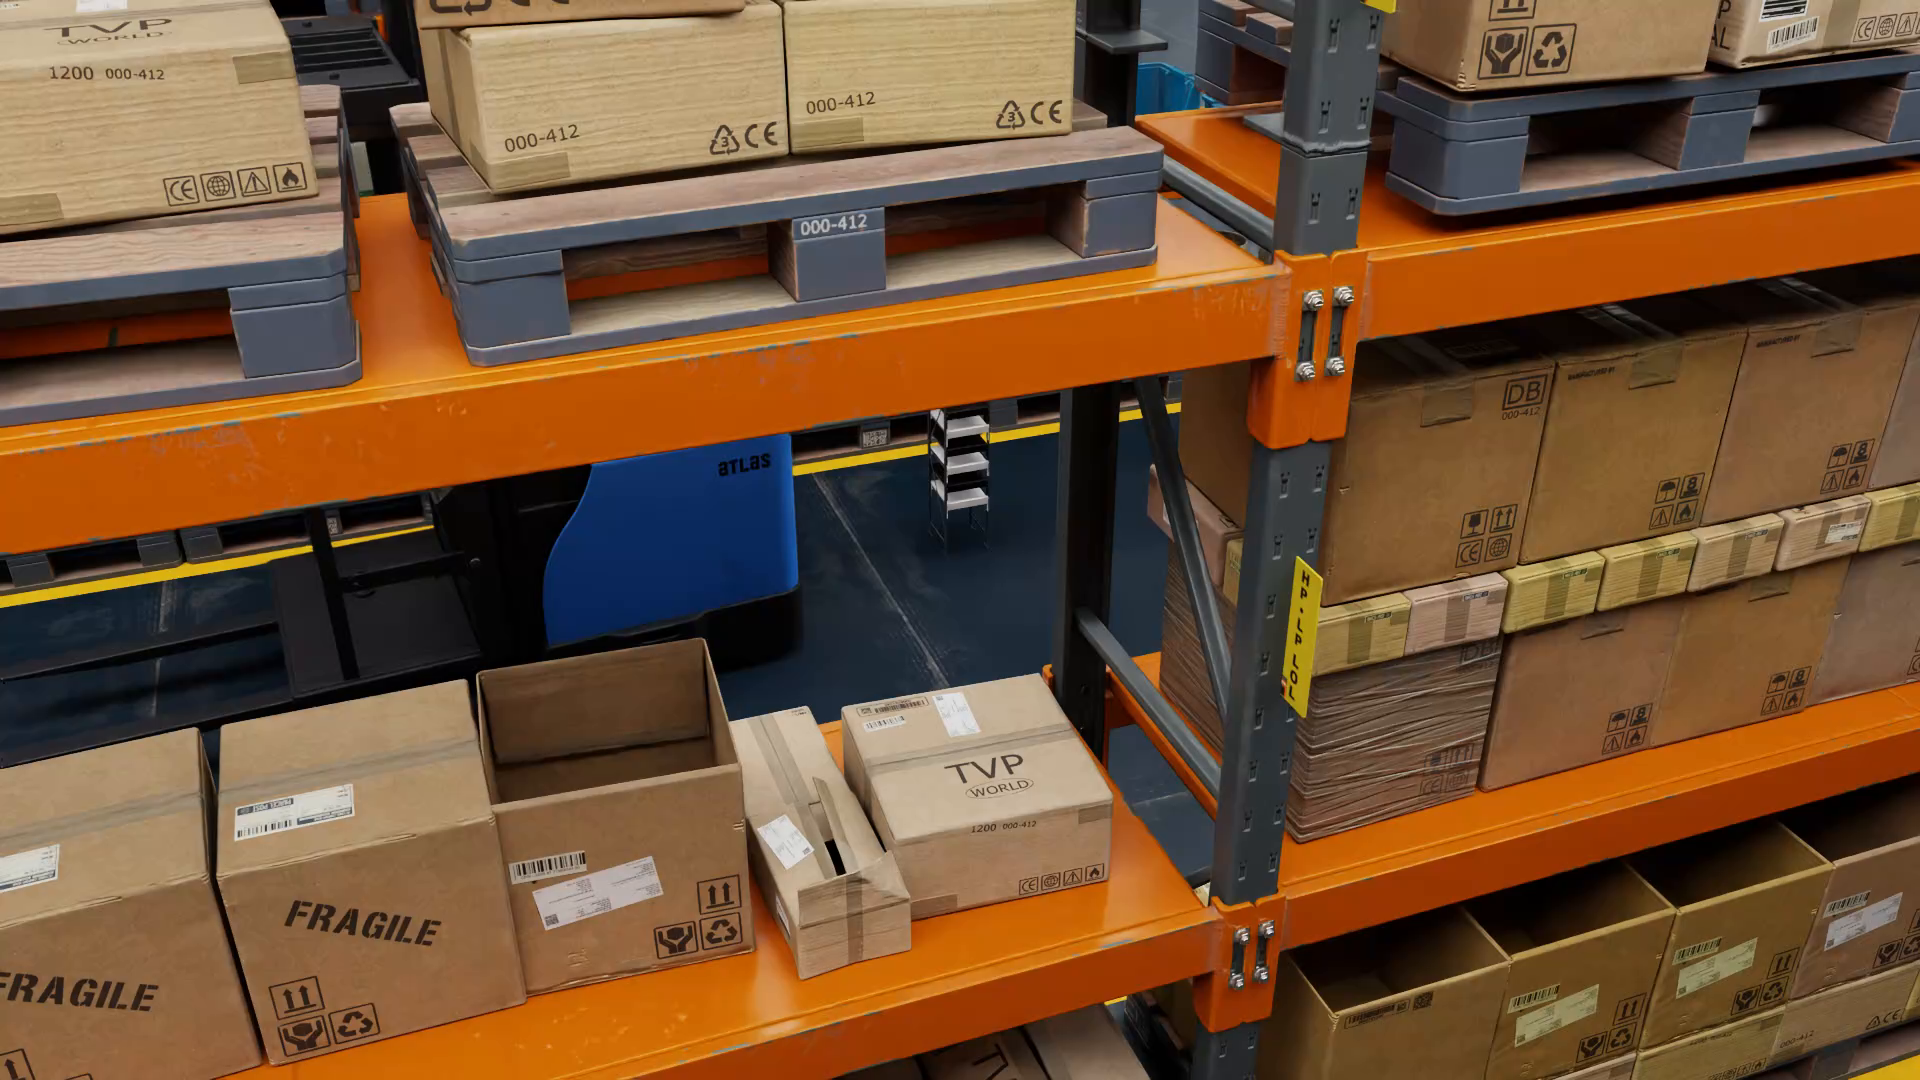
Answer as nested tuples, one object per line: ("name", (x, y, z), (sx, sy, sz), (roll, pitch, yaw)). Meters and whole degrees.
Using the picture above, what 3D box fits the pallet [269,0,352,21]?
("pallet", (-4.884, -3.772, 11.534), (1.213, 0.211, 1.003), (-10, 31, -18))

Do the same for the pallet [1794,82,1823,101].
("pallet", (2.407, -1.221, 3.922), (1.213, 0.211, 1.003), (-10, 31, -18))

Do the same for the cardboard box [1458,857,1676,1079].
("cardboard box", (1.484, 1.074, 4.431), (0.500, 0.500, 0.500), (-10, 31, -18))

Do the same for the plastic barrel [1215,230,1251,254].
("plastic barrel", (1.440, -1.443, 9.342), (0.421, 0.512, 0.421), (0, 30, 0))

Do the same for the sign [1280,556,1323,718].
("sign", (0.673, 0.193, 3.291), (0.005, 0.325, 0.100), (-10, 31, -18))

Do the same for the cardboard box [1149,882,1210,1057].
("cardboard box", (0.833, 1.243, 4.892), (0.500, 0.250, 0.500), (-10, 31, -18))

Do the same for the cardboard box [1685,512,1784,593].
("cardboard box", (1.751, -0.047, 4.046), (0.250, 0.149, 0.380), (-11, 32, -19))

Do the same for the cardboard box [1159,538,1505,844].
("cardboard box", (0.888, 0.289, 4.112), (0.500, 0.500, 0.700), (-11, 32, -19))

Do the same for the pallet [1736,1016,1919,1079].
("pallet", (2.380, 1.293, 5.267), (1.213, 0.211, 1.003), (-10, 31, -18))

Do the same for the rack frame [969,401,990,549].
("rack frame", (0.088, -0.407, 7.556), (0.006, 0.900, 0.240), (-10, 31, -18))

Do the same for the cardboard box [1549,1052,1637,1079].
("cardboard box", (1.485, 1.401, 4.614), (0.500, 0.250, 0.500), (-10, 31, -18))

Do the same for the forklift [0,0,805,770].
("forklift", (-2.209, -0.731, 6.072), (3.031, 2.935, 1.130), (-13, 32, -21))

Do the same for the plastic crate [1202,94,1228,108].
("plastic crate", (1.525, -2.178, 8.693), (0.408, 0.251, 0.499), (-10, 31, -18))

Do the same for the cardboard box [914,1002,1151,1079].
("cardboard box", (0.195, 1.383, 4.078), (0.500, 0.311, 0.500), (-10, 31, -18))

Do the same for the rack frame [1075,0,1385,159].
("rack frame", (0.475, -2.195, 2.512), (0.127, 3.000, 1.000), (-10, 31, -18))

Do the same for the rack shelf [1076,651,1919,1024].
("rack shelf", (2.349, 0.379, 4.781), (4.000, 0.370, 1.077), (-10, 31, -18))

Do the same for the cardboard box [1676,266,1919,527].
("cardboard box", (1.831, -0.449, 4.096), (0.500, 0.500, 0.700), (-10, 31, -18))

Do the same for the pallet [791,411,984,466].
("pallet", (-0.605, -0.772, 8.891), (1.213, 0.211, 1.003), (-10, 31, -18))

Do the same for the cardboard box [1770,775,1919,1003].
("cardboard box", (2.424, 0.904, 4.730), (0.500, 0.500, 0.500), (-10, 31, -18))

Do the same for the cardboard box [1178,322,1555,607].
("cardboard box", (0.888, -0.275, 3.790), (0.500, 0.500, 0.700), (-10, 31, -17))

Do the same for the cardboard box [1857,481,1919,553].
("cardboard box", (2.245, -0.139, 4.207), (0.250, 0.149, 0.380), (-11, 31, -18))

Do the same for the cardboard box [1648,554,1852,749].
("cardboard box", (1.852, 0.110, 4.425), (0.500, 0.500, 0.700), (-10, 31, -17))

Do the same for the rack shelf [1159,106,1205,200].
("rack shelf", (0.625, -1.919, 8.816), (4.000, 0.370, 1.077), (-10, 31, -18))

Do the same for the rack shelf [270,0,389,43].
("rack shelf", (-4.851, -3.527, 11.637), (4.000, 0.370, 1.077), (-10, 31, -18))

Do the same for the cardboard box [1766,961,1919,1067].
("cardboard box", (2.422, 1.228, 4.918), (0.500, 0.250, 0.500), (-10, 31, -18))

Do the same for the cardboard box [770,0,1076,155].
("cardboard box", (-0.106, -0.907, 3.008), (0.500, 0.250, 0.500), (-7, 30, -12))

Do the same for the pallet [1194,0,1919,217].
("pallet", (1.265, -1.012, 3.556), (1.213, 0.211, 1.003), (-10, 31, -18))

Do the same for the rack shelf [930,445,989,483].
("rack shelf", (-0.008, -0.361, 7.541), (0.200, 0.077, 0.258), (-10, 31, -18))

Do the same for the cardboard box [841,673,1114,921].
("cardboard box", (0.029, 0.582, 3.849), (0.500, 0.250, 0.500), (-8, 31, -15))

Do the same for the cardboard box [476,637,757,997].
("cardboard box", (-0.744, 0.584, 3.593), (0.500, 0.500, 0.500), (-8, 31, -14))

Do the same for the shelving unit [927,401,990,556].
("shelving unit", (-0.008, -0.390, 7.525), (0.210, 0.900, 0.258), (-10, 31, -18))

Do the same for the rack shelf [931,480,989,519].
("rack shelf", (-0.008, -0.204, 7.630), (0.200, 0.077, 0.258), (-10, 31, -18))

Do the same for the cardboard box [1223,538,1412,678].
("cardboard box", (0.794, 0.130, 3.735), (0.250, 0.149, 0.380), (-10, 31, -18))

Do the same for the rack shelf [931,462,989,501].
("rack shelf", (-0.008, -0.282, 7.586), (0.200, 0.077, 0.258), (-10, 31, -18))

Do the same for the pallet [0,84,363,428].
("pallet", (-1.622, -0.472, 2.709), (1.213, 0.211, 1.003), (-9, 31, -15))

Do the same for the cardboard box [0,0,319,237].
("cardboard box", (-1.339, -0.707, 2.658), (0.500, 0.250, 0.500), (-13, 32, -22))

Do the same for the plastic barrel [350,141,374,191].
("plastic barrel", (-2.910, -1.756, 7.664), (0.433, 0.535, 0.433), (0, 30, 0))

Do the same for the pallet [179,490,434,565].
("pallet", (-3.117, -0.309, 8.079), (1.213, 0.211, 1.003), (-10, 31, -18))

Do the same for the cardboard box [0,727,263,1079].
("cardboard box", (-1.707, 0.762, 3.282), (0.500, 0.500, 0.500), (-12, 32, -20))

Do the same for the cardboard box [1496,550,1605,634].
("cardboard box", (1.271, 0.041, 3.891), (0.250, 0.149, 0.380), (-11, 32, -19))

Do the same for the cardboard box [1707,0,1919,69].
("cardboard box", (1.545, -1.154, 3.239), (0.500, 0.311, 0.500), (-12, 32, -20))
